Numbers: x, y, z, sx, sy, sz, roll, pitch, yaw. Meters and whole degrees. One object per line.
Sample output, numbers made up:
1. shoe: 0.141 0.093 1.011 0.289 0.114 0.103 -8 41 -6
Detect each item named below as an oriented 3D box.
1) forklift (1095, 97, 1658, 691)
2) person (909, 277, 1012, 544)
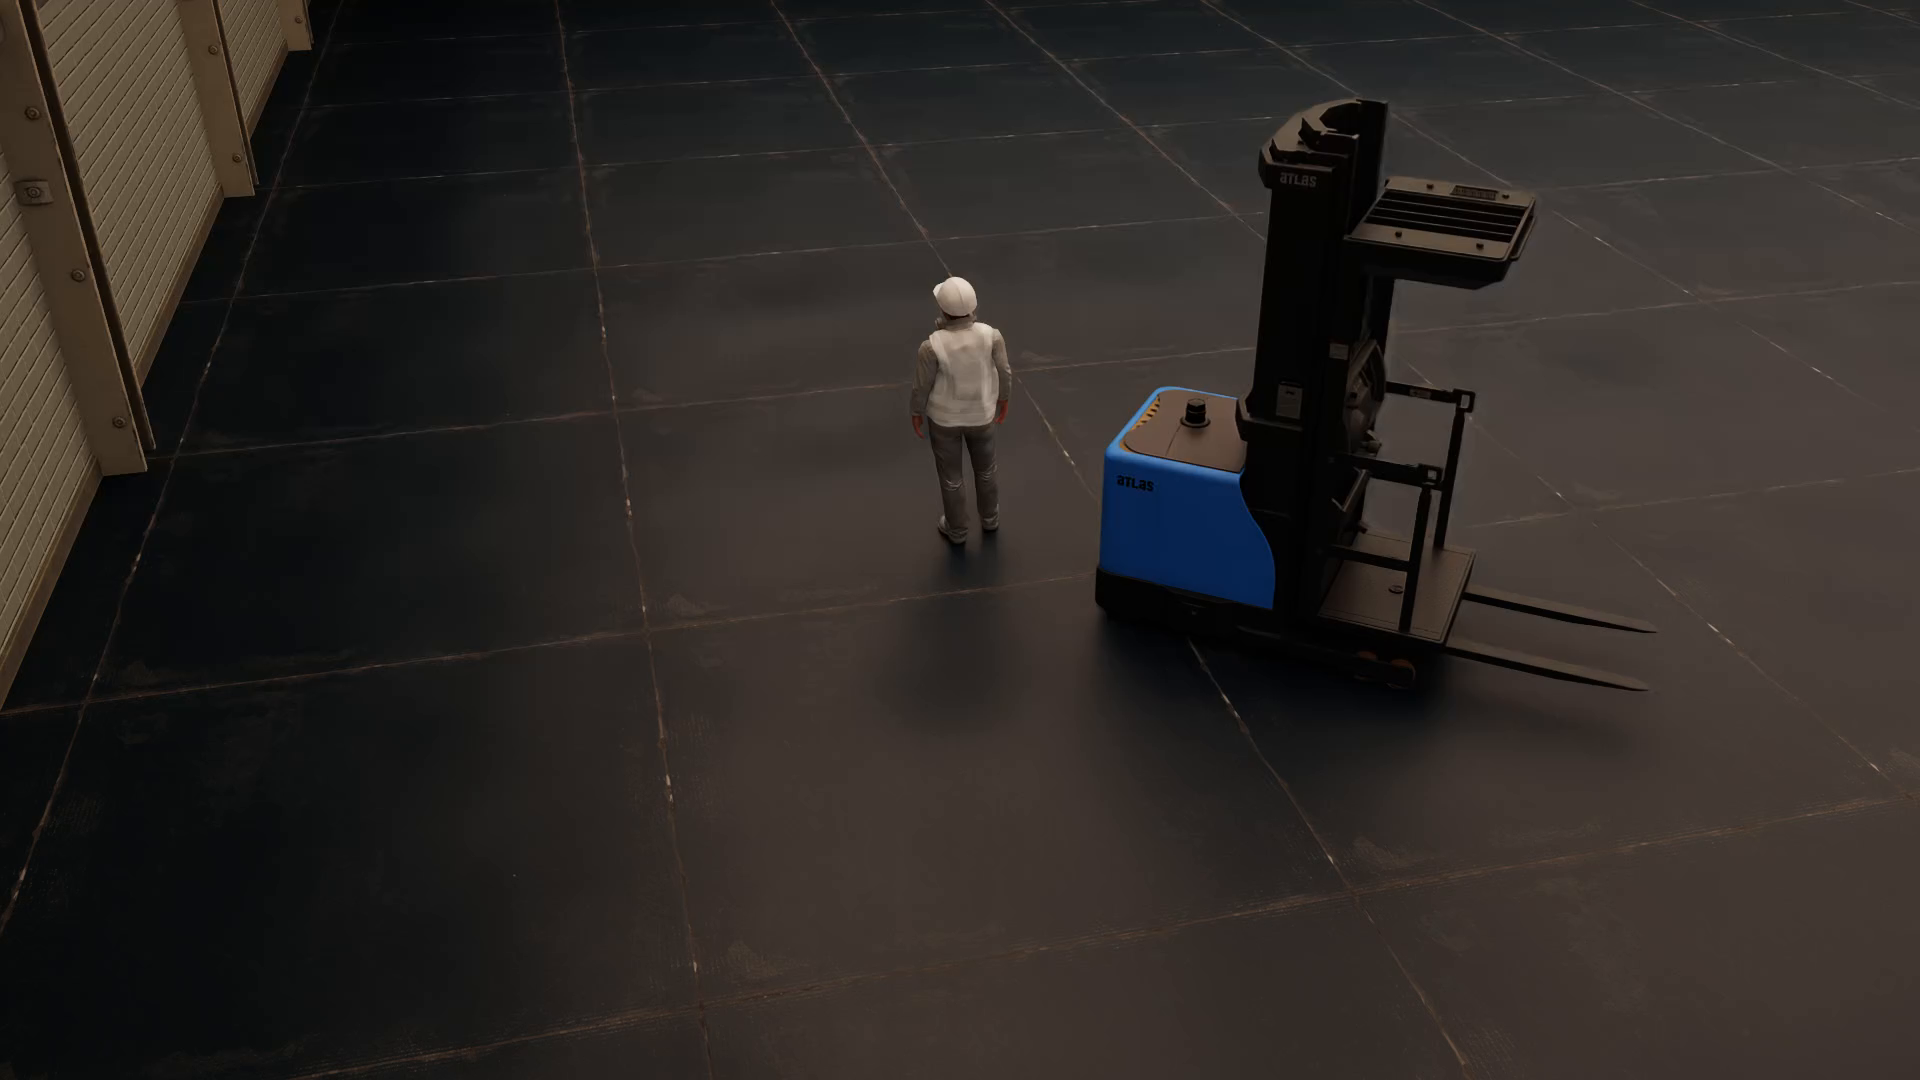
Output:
1. forklift: 2.352 -0.754 8.876 3.031 2.935 1.130 13 32 21
2. person: -0.003 -0.806 10.106 0.624 1.774 0.568 -7 31 -12
